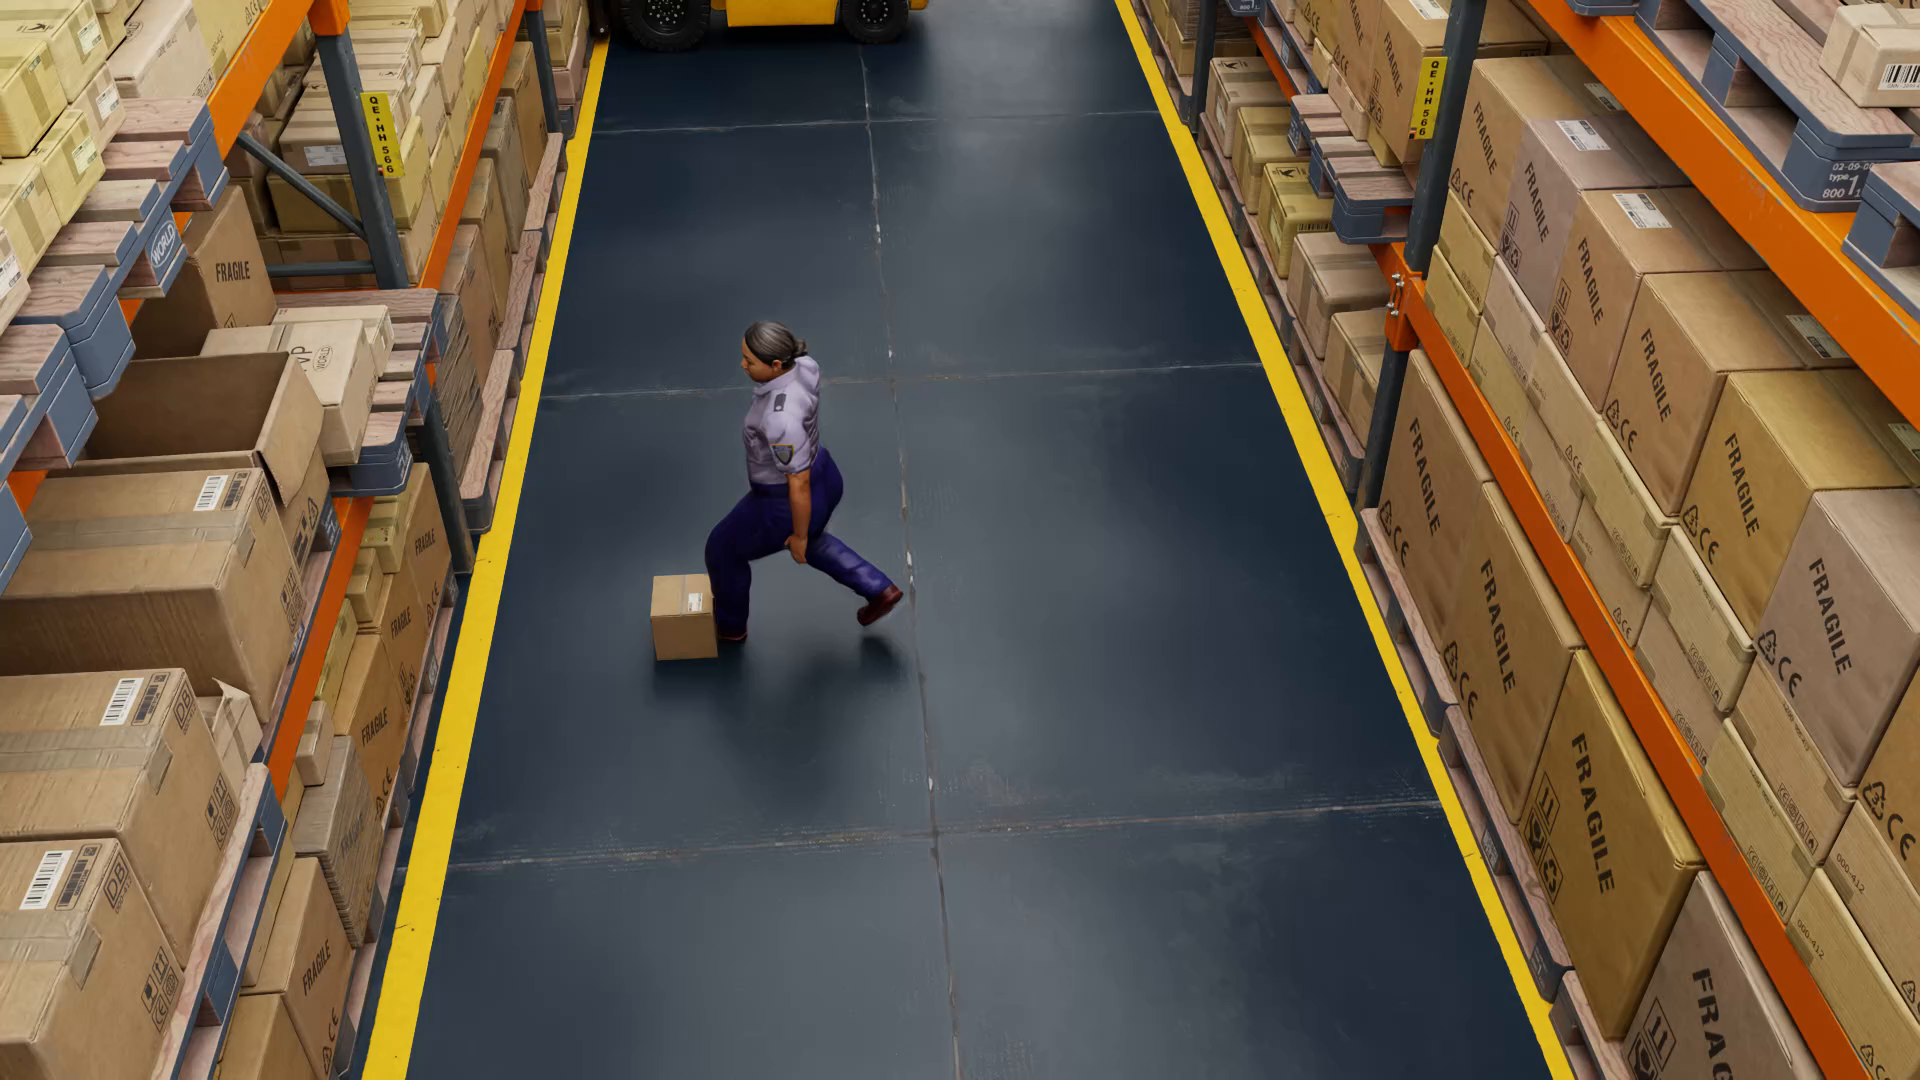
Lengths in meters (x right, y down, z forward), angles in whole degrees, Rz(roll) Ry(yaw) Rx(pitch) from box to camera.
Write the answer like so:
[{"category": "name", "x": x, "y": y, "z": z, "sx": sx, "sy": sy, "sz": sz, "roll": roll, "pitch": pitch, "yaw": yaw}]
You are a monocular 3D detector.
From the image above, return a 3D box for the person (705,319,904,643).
[{"category": "person", "x": -0.706, "y": -0.208, "z": 6.472, "sx": 0.938, "sy": 1.553, "sz": 0.503, "roll": 9, "pitch": 40, "yaw": 11}]
